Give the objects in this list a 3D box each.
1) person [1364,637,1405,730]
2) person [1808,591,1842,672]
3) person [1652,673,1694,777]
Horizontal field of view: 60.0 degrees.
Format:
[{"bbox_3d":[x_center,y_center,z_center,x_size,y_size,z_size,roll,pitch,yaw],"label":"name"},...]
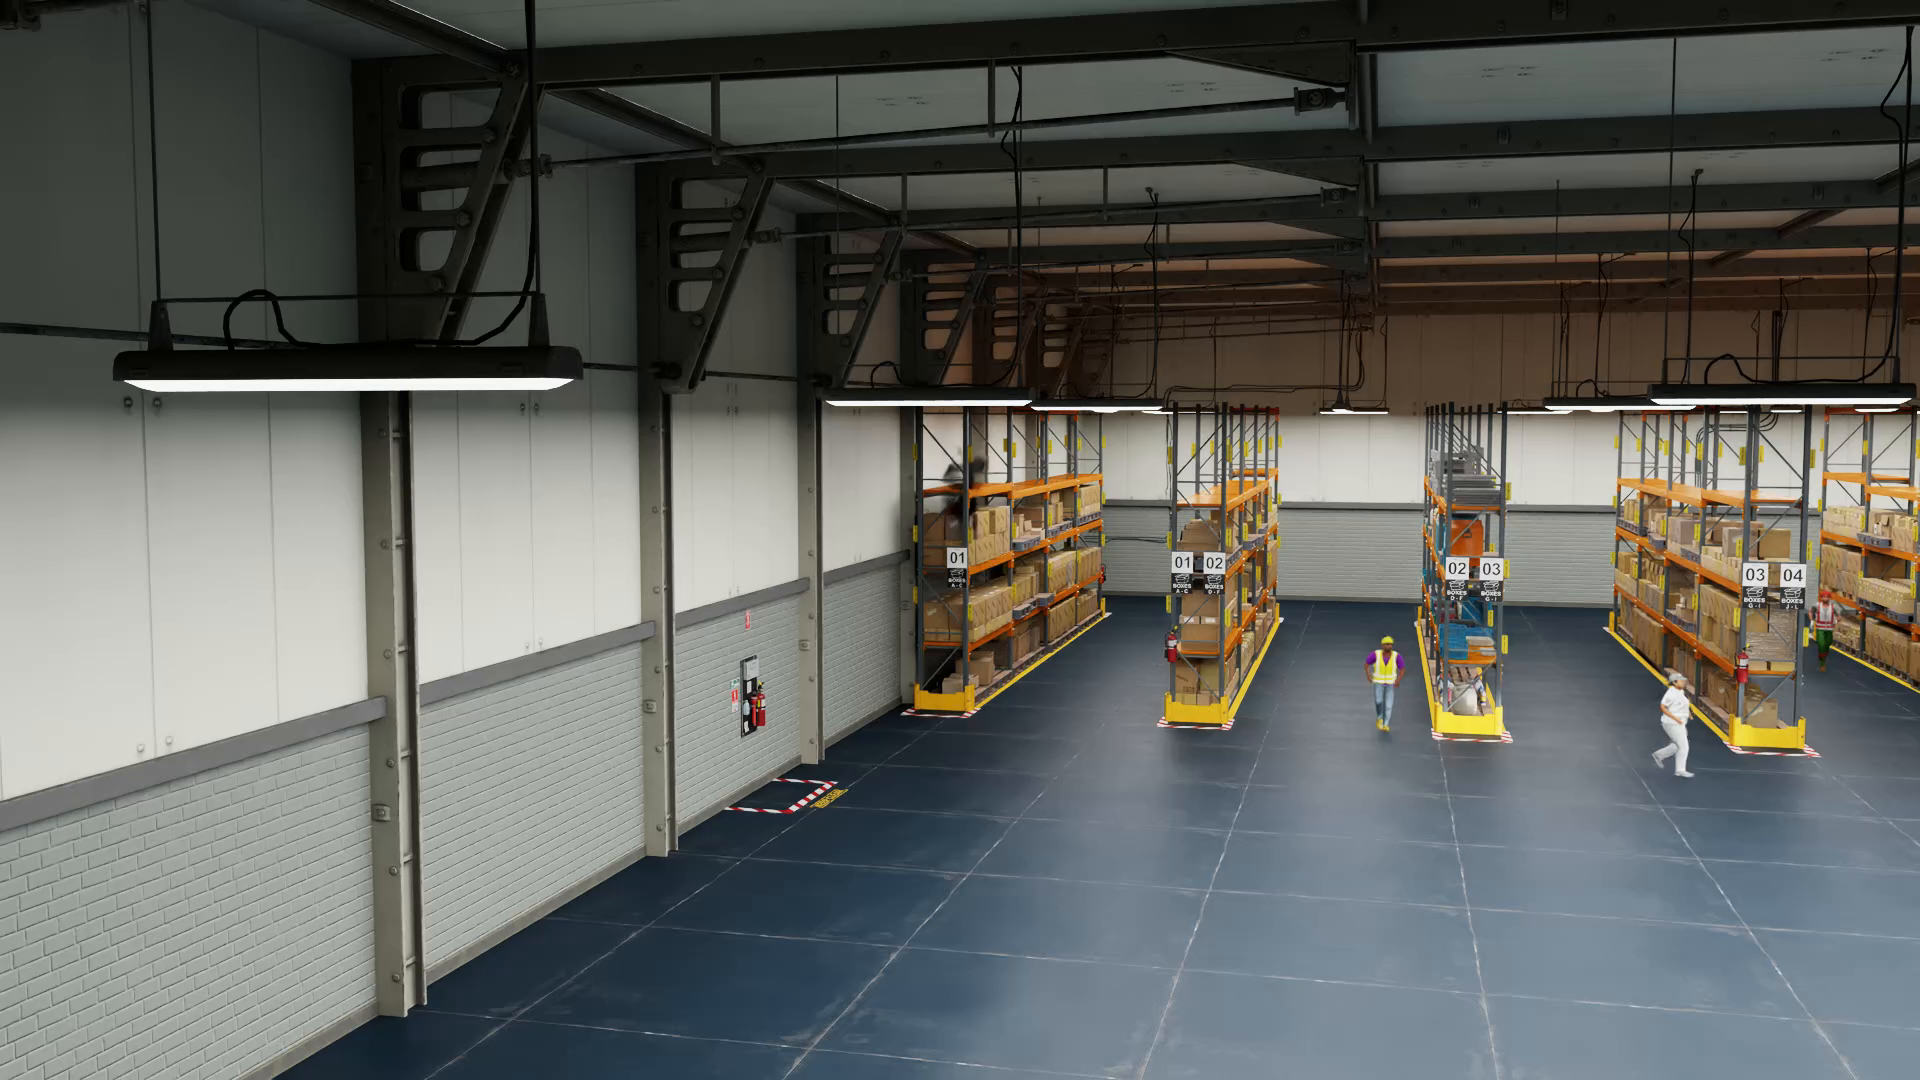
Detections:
[{"bbox_3d":[7.734,2.620,30.257,0.724,1.726,0.580,1,4,11],"label":"person"},{"bbox_3d":[19.601,1.999,37.669,0.658,1.706,0.897,1,4,19],"label":"person"},{"bbox_3d":[11.424,2.942,26.599,0.666,1.638,0.634,3,5,39],"label":"person"}]
